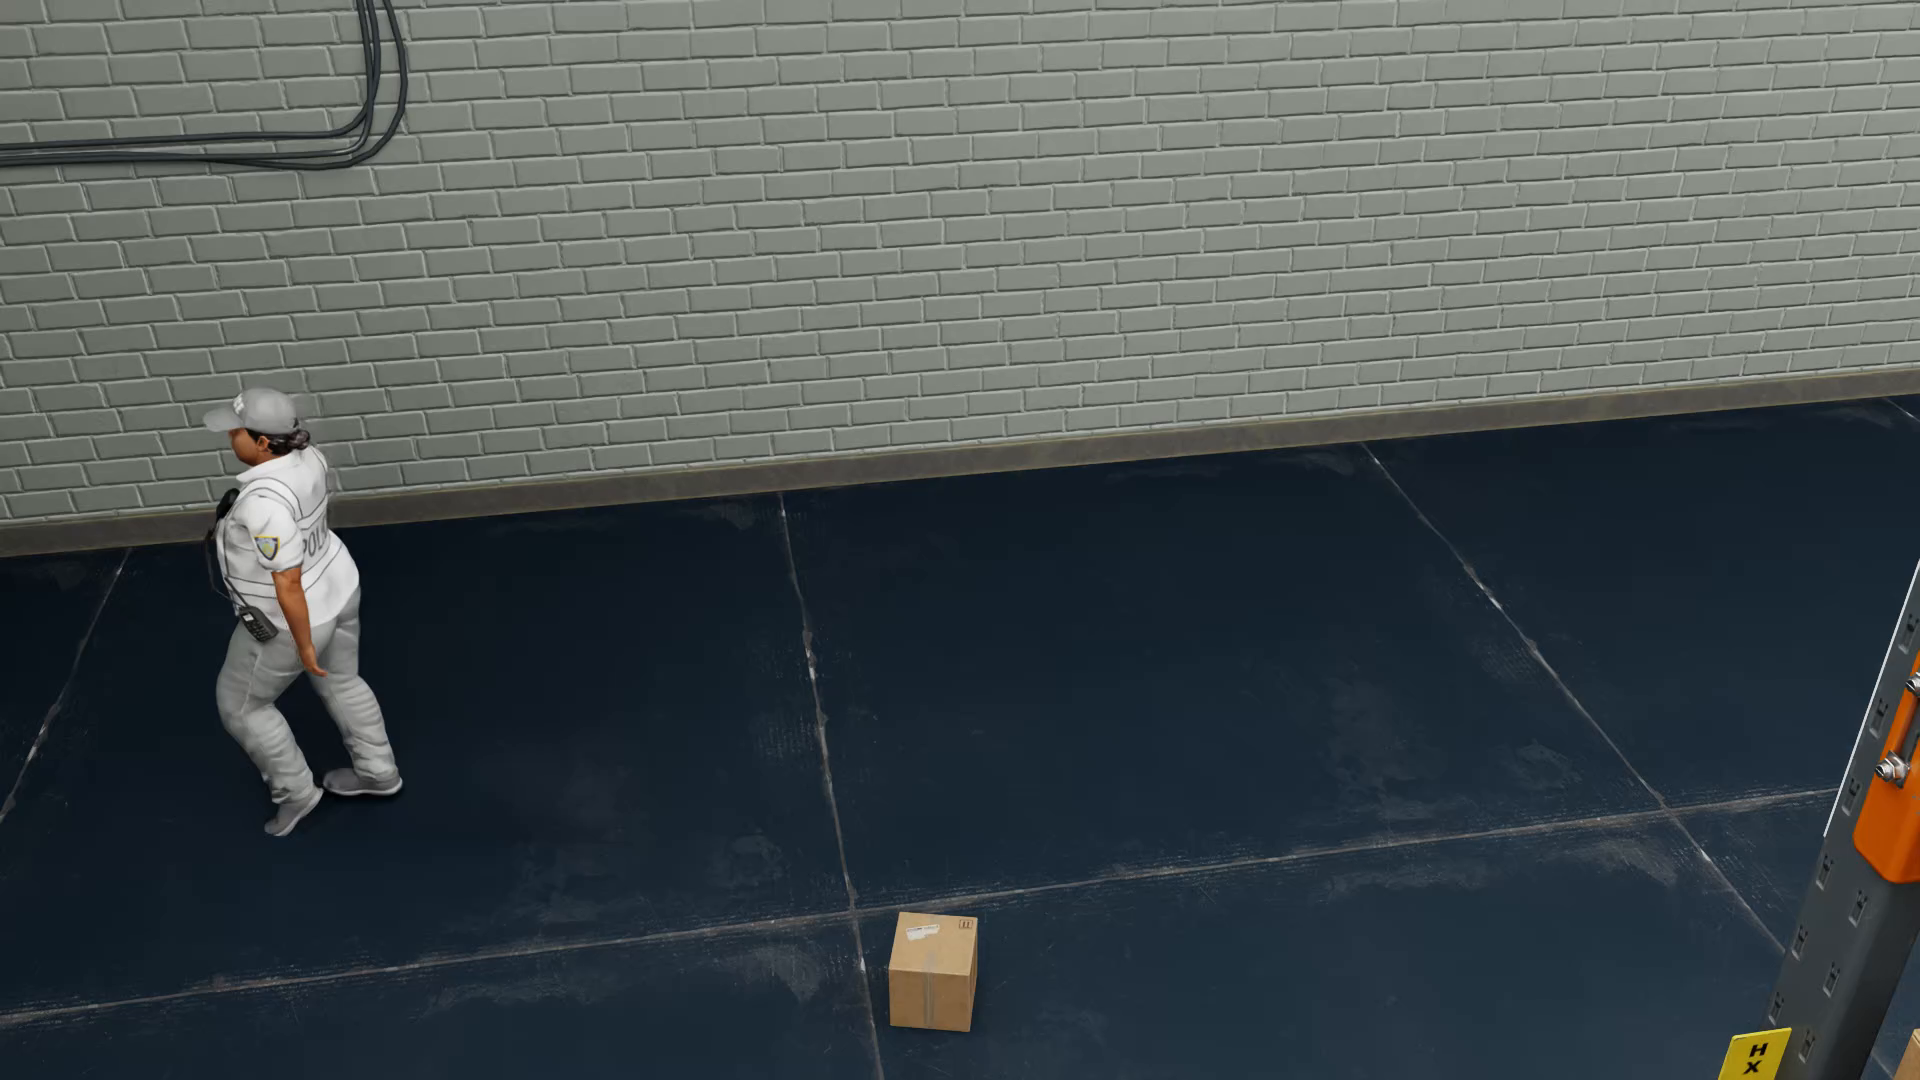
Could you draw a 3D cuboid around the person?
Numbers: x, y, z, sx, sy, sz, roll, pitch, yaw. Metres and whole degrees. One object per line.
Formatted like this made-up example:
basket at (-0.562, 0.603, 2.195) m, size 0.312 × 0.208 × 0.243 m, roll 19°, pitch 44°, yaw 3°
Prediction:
person at (-2.305, 0.264, 5.716) m, size 0.489 × 1.725 × 0.479 m, roll 3°, pitch 31°, yaw 5°
